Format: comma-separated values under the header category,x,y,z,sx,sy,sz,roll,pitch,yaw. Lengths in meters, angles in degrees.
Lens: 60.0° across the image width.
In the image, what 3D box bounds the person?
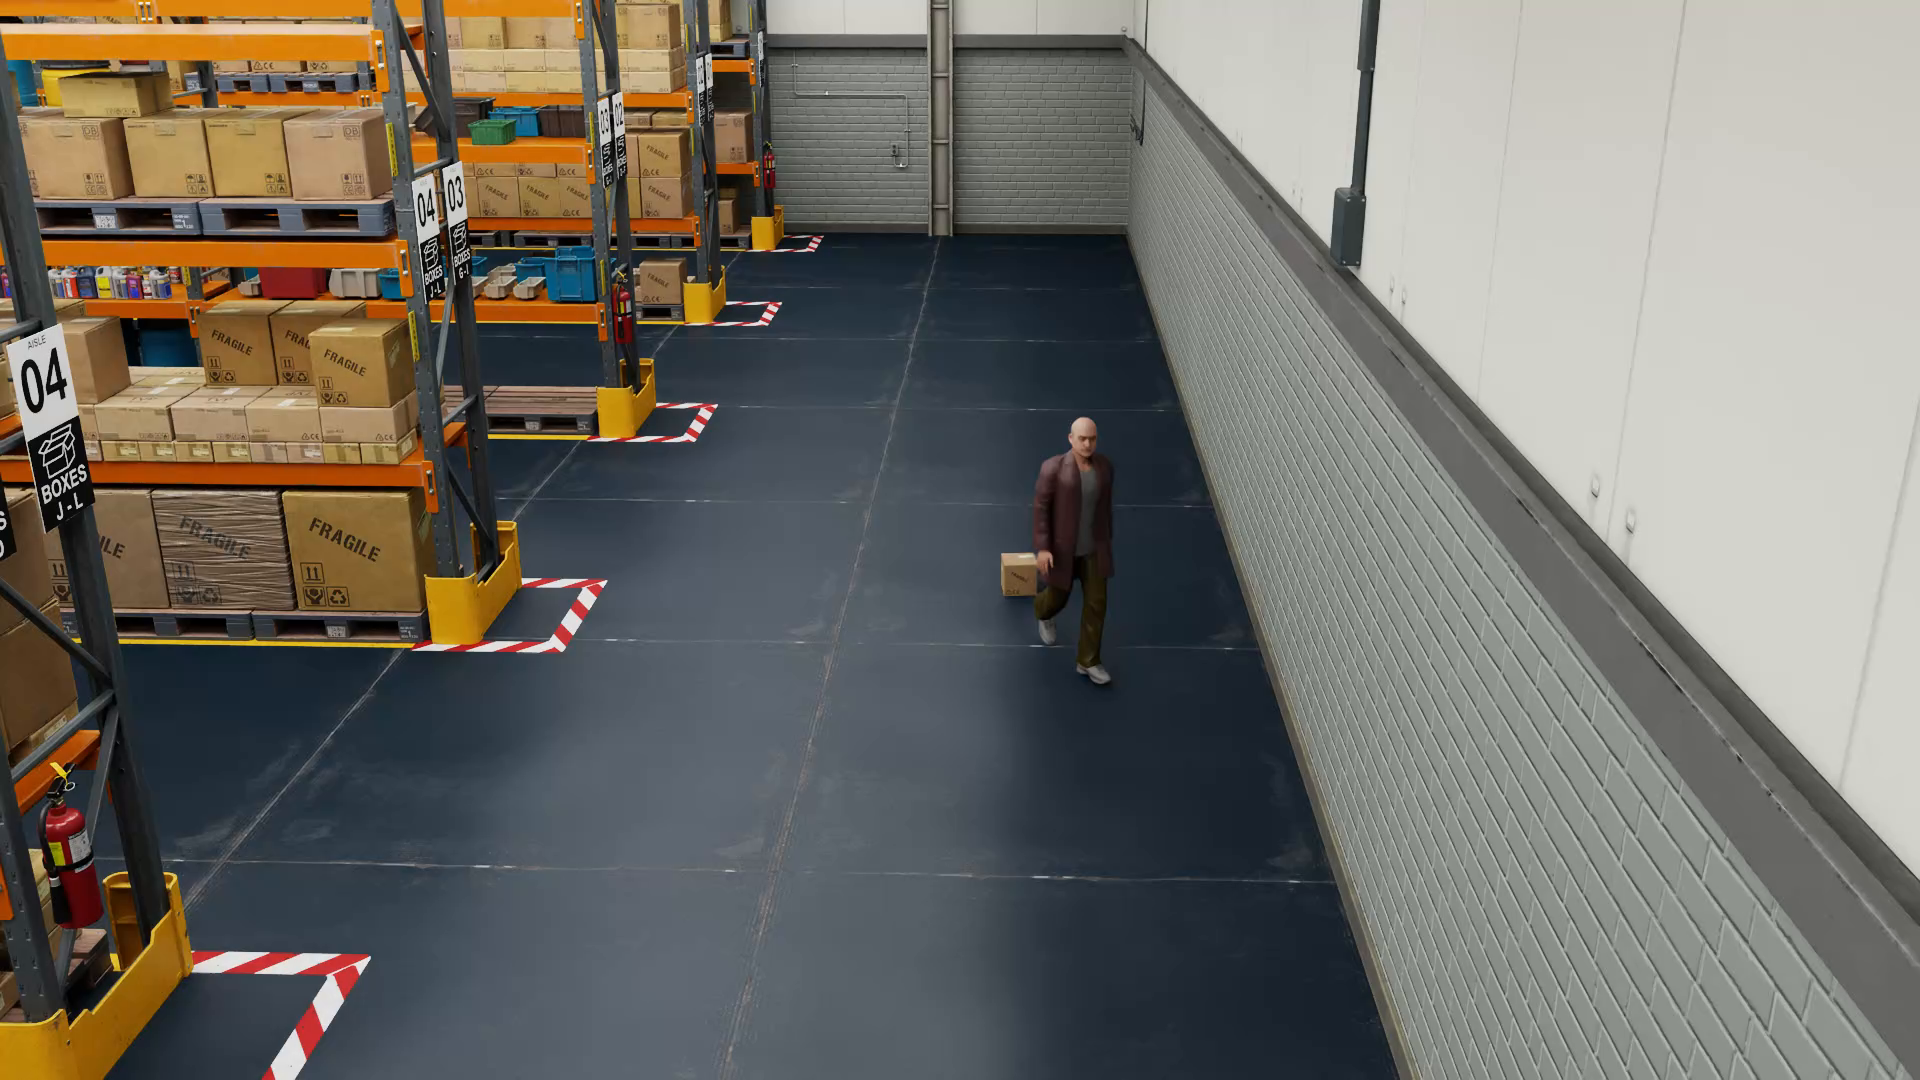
category,x,y,z,sx,sy,sz,roll,pitch,yaw
person,0.739,0.104,11.084,0.602,1.549,0.989,-6,21,-16
